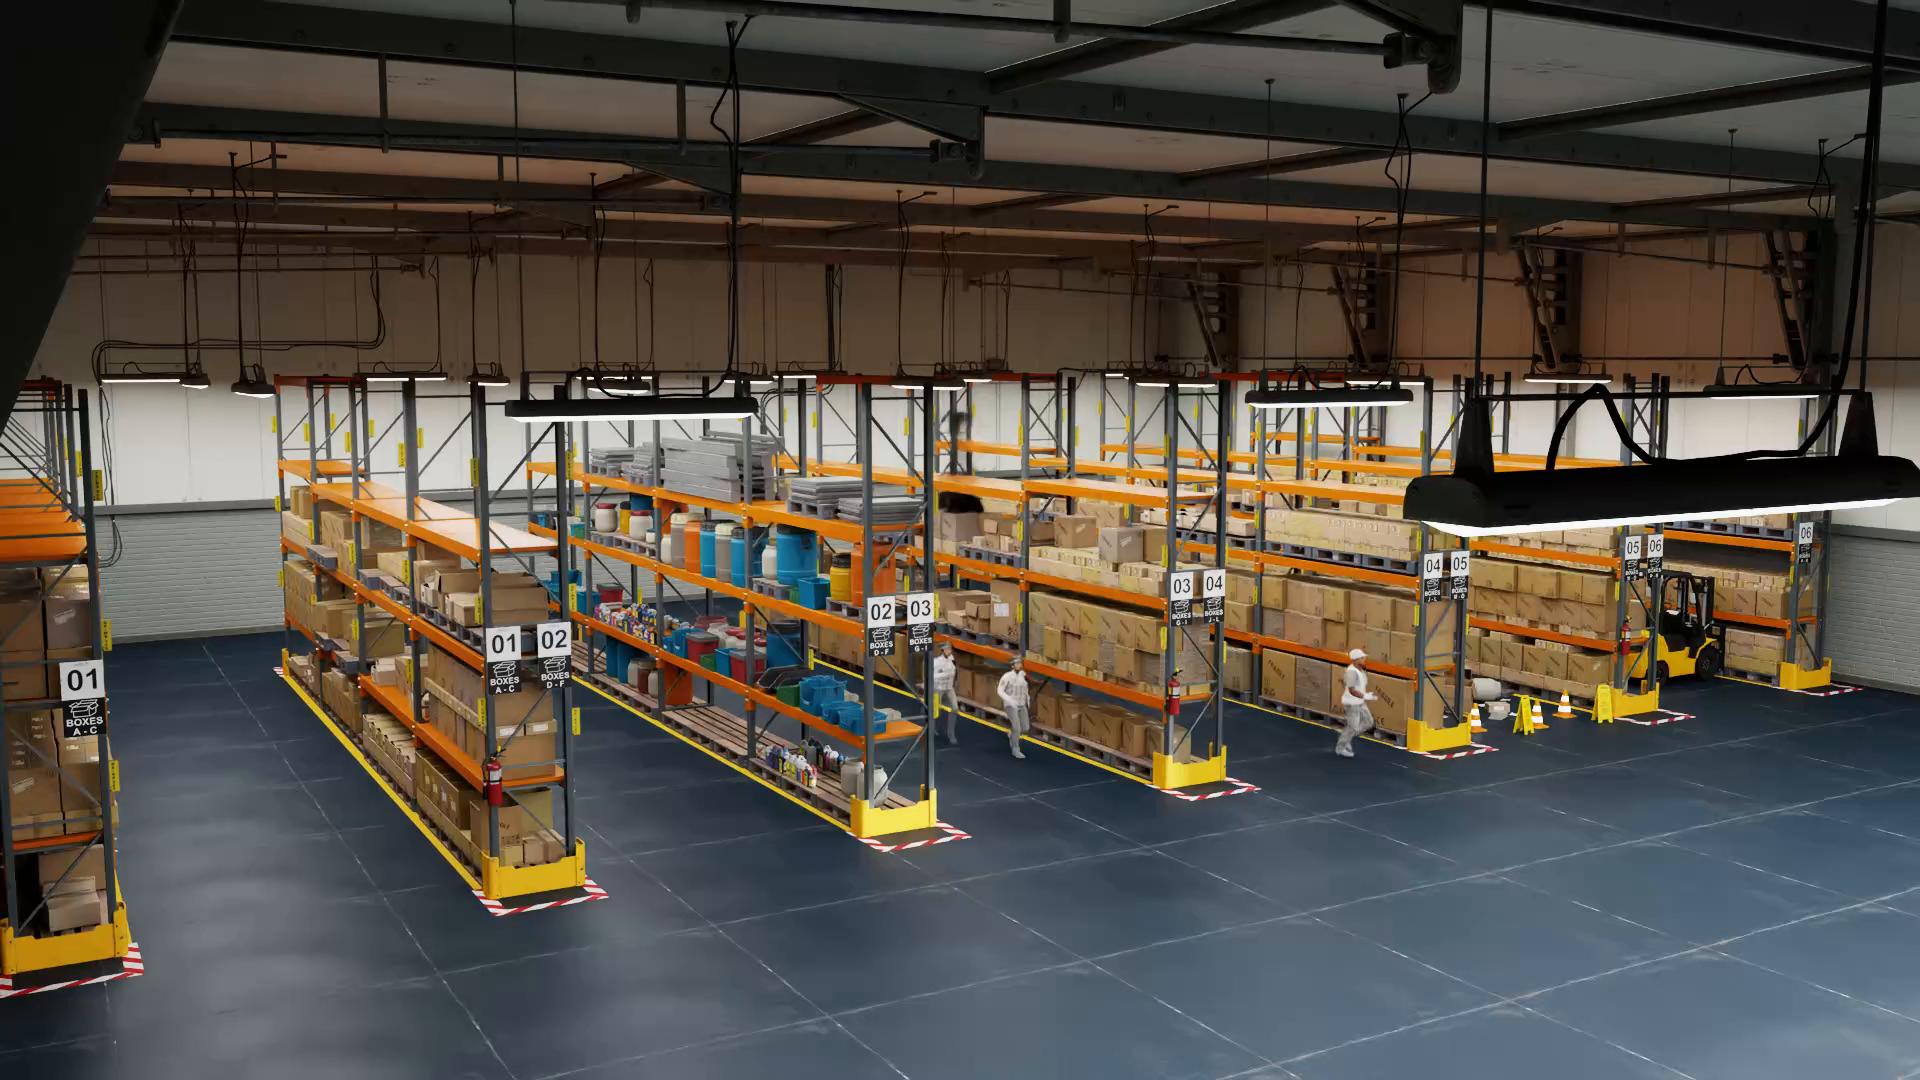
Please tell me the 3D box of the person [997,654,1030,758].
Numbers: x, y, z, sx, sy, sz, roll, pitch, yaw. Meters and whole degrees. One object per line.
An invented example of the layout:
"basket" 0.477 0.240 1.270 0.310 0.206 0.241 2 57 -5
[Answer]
"person" 0.854 2.624 26.427 0.628 1.662 0.553 -4 7 -33

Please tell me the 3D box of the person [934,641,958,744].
"person" -0.298 2.502 27.520 0.593 1.747 0.830 -4 7 -31

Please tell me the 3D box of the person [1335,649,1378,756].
"person" 6.312 2.578 26.361 0.671 1.731 0.677 3 7 27
